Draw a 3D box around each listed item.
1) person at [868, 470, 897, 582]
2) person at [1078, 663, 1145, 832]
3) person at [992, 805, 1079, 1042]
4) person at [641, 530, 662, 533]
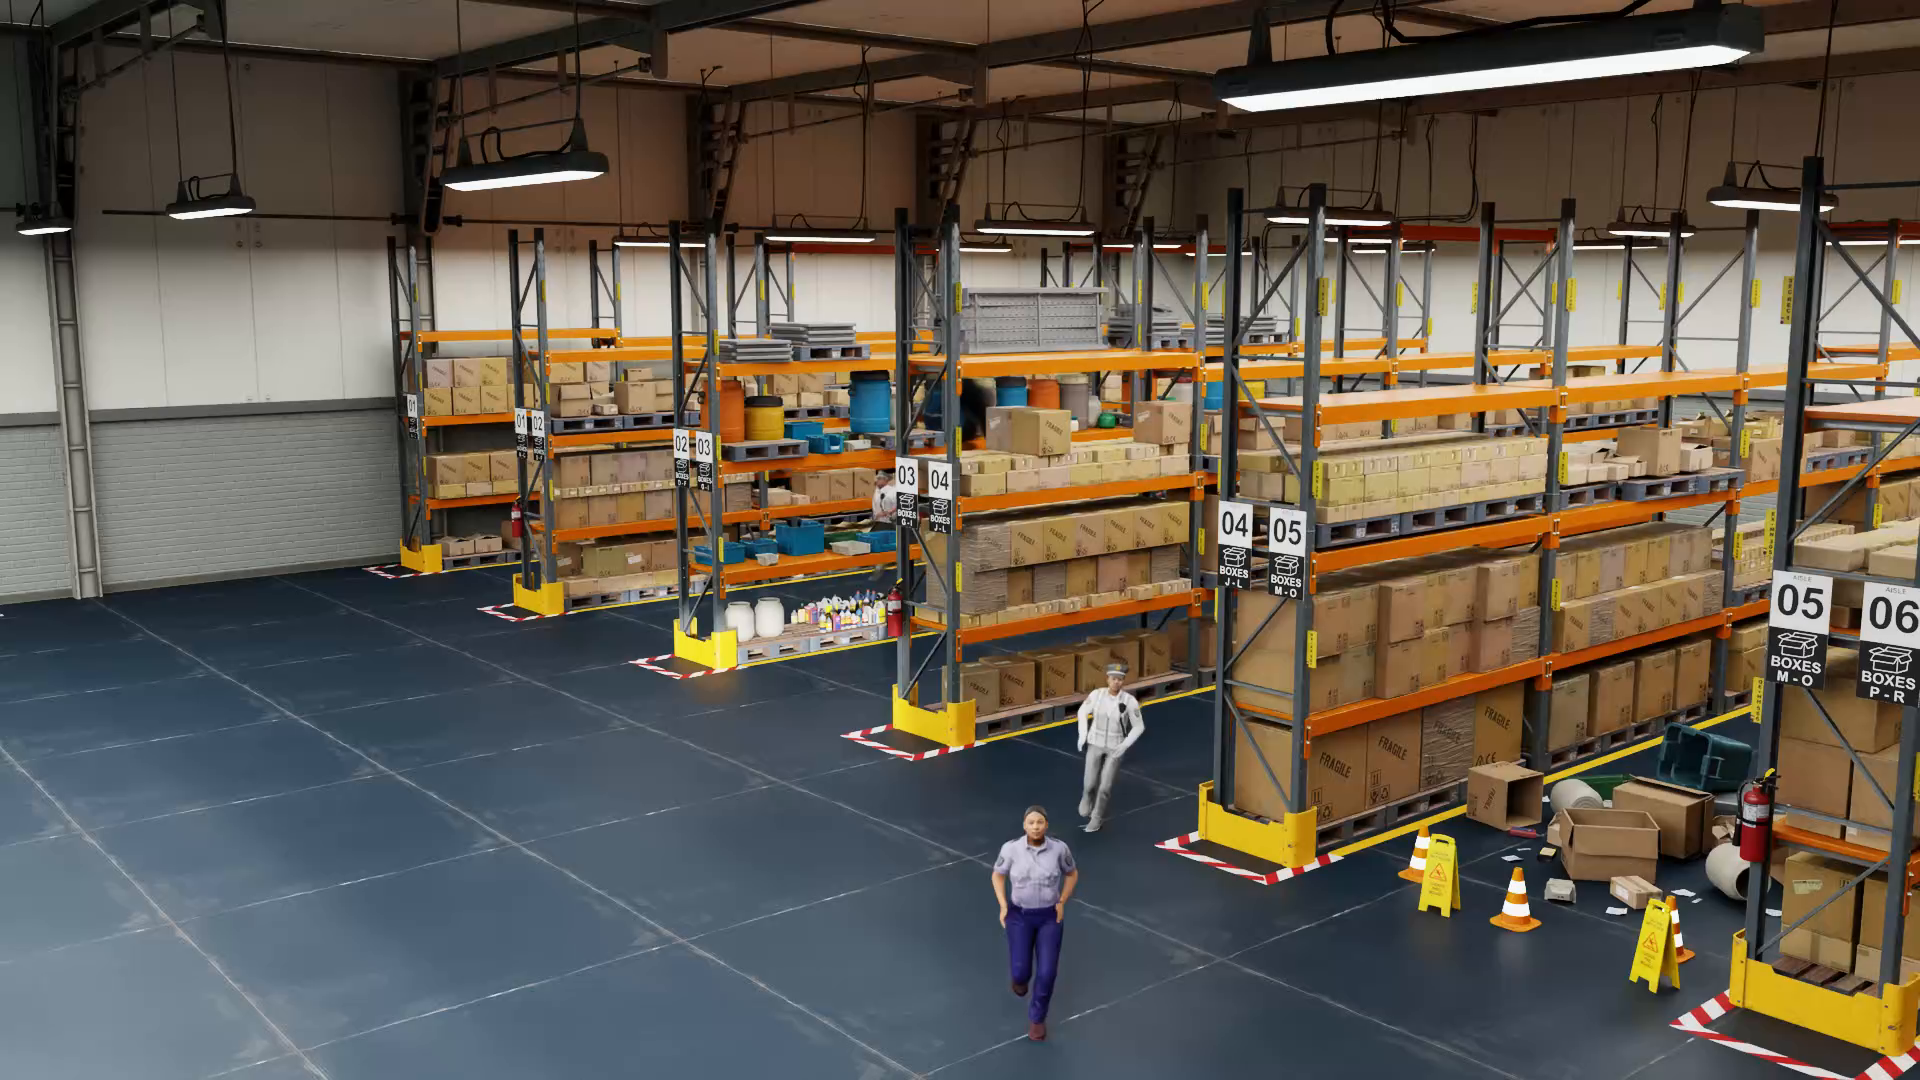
[{"bbox_3d":[-1.188,-0.245,27.759,0.730,1.869,0.675,-7,11,-38],"label":"person"},{"bbox_3d":[1.426,1.956,15.778,0.649,1.637,0.505,2,9,10],"label":"person"},{"bbox_3d":[0.526,2.625,11.610,0.607,1.611,0.596,0,9,0],"label":"person"},{"bbox_3d":[-5.540,-0.232,29.727,0.677,1.729,0.661,-8,12,-41],"label":"person"}]
